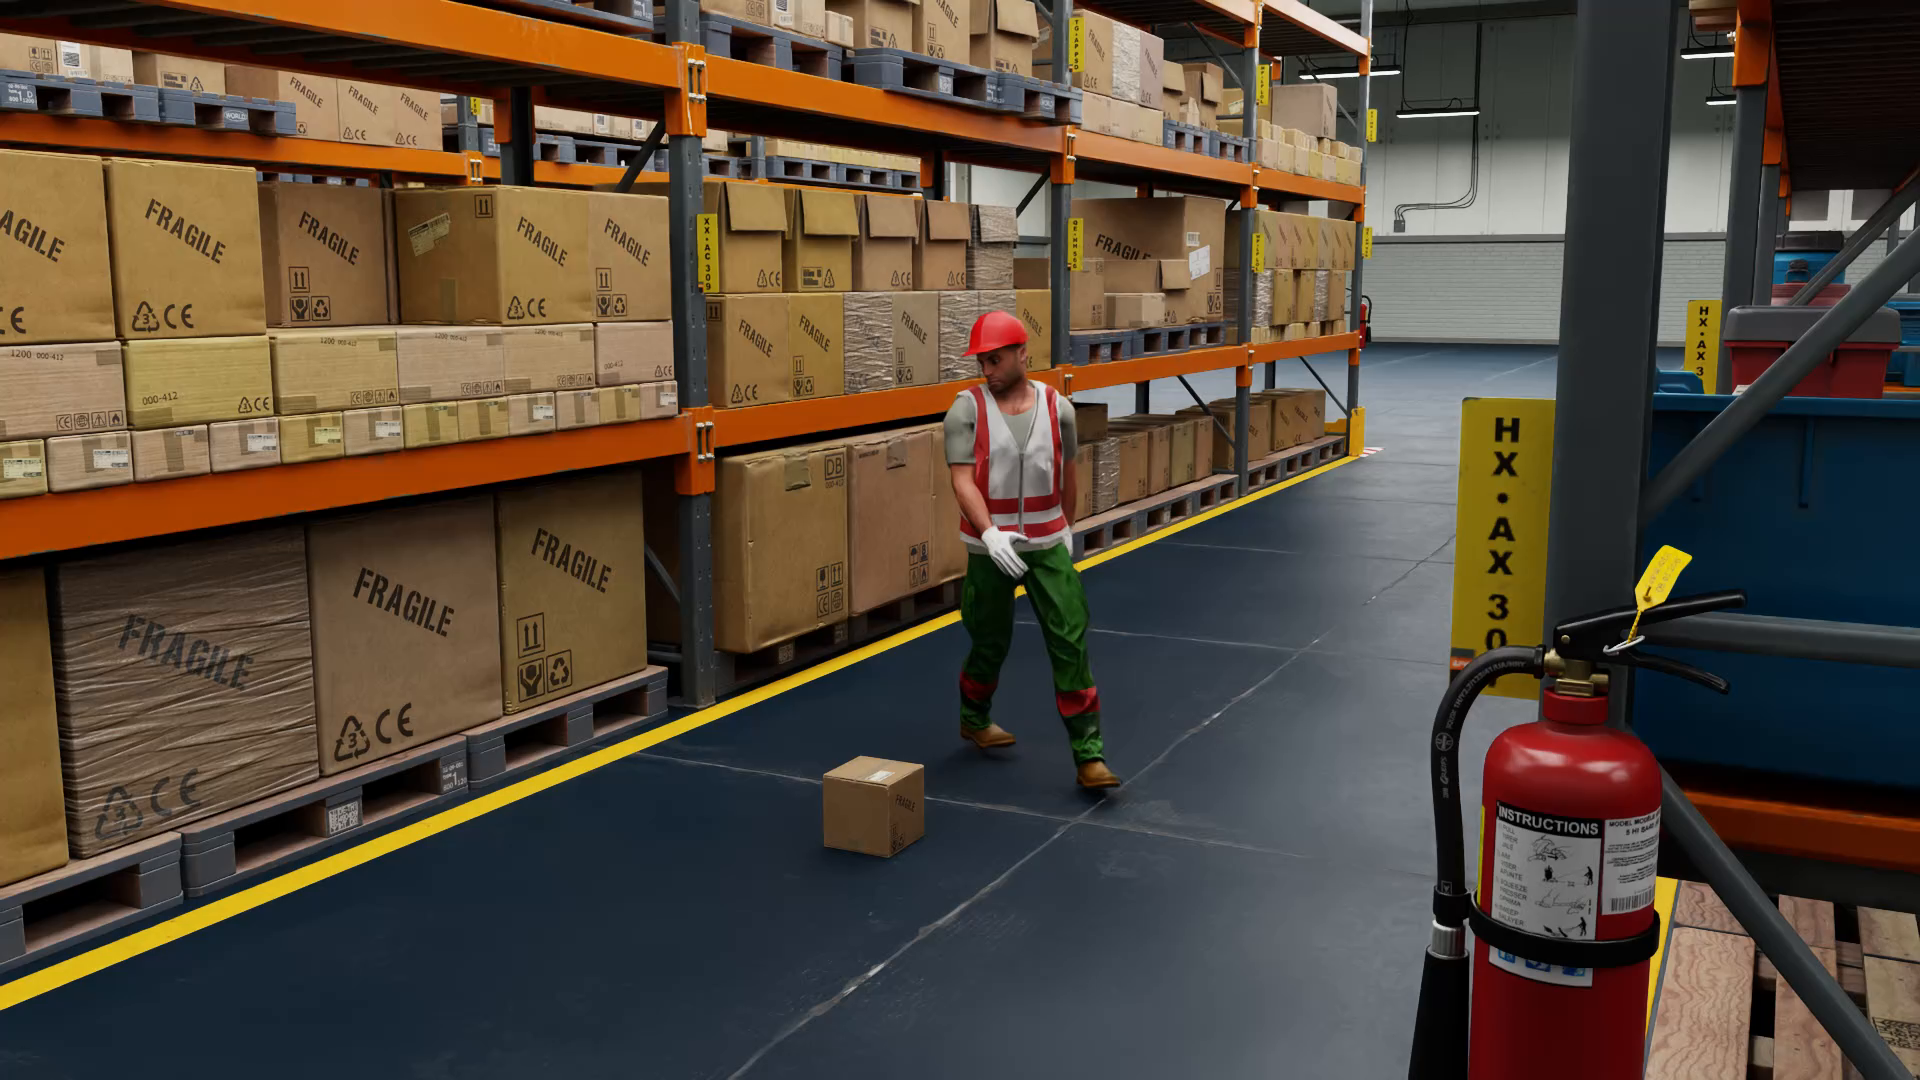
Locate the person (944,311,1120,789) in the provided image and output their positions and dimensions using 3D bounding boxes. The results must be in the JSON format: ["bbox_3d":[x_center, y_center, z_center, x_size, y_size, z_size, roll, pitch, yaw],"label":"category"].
[{"bbox_3d":[0.230,0.026,6.190,0.579,1.745,0.879,-2,9,-10],"label":"person"}]
